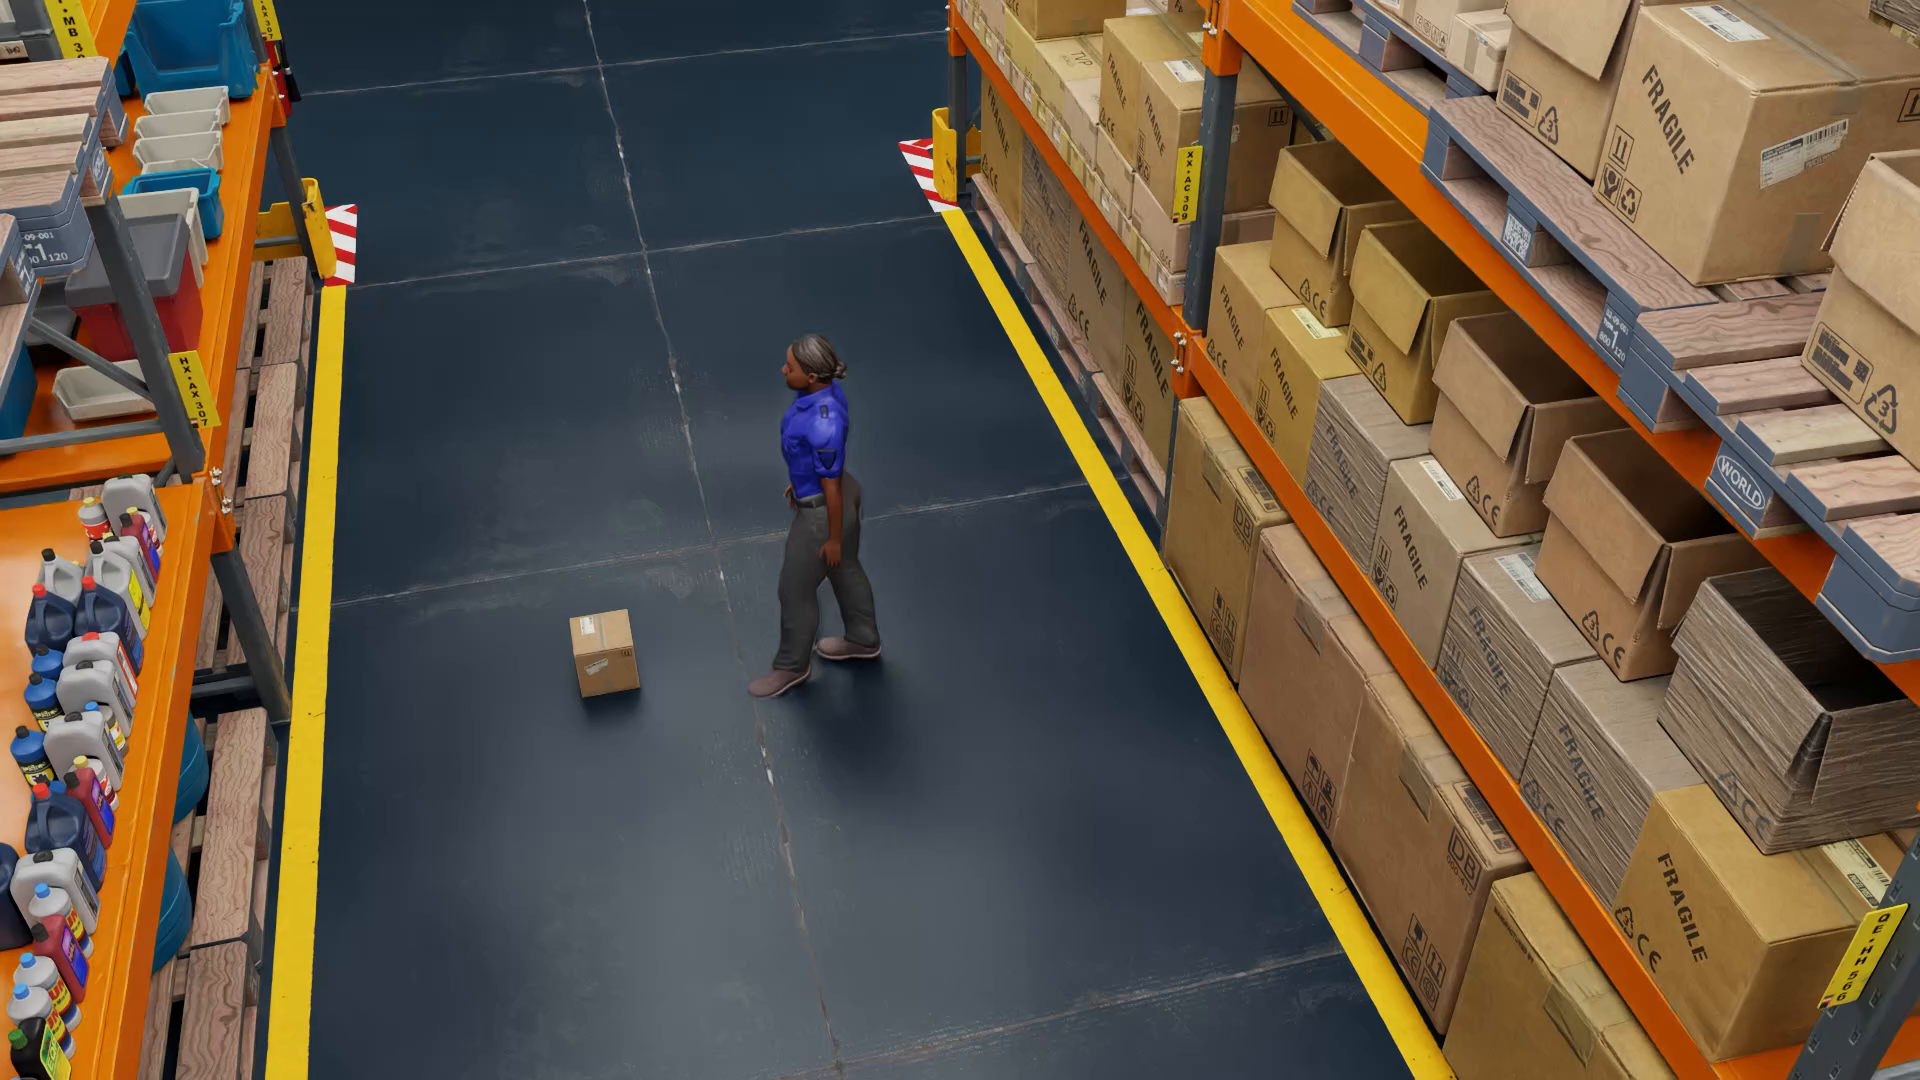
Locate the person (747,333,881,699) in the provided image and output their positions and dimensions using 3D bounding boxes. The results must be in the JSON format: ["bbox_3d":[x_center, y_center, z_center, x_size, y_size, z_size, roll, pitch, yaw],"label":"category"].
[{"bbox_3d":[-0.635,-0.109,6.857,0.576,1.687,0.485,0,38,1],"label":"person"}]
